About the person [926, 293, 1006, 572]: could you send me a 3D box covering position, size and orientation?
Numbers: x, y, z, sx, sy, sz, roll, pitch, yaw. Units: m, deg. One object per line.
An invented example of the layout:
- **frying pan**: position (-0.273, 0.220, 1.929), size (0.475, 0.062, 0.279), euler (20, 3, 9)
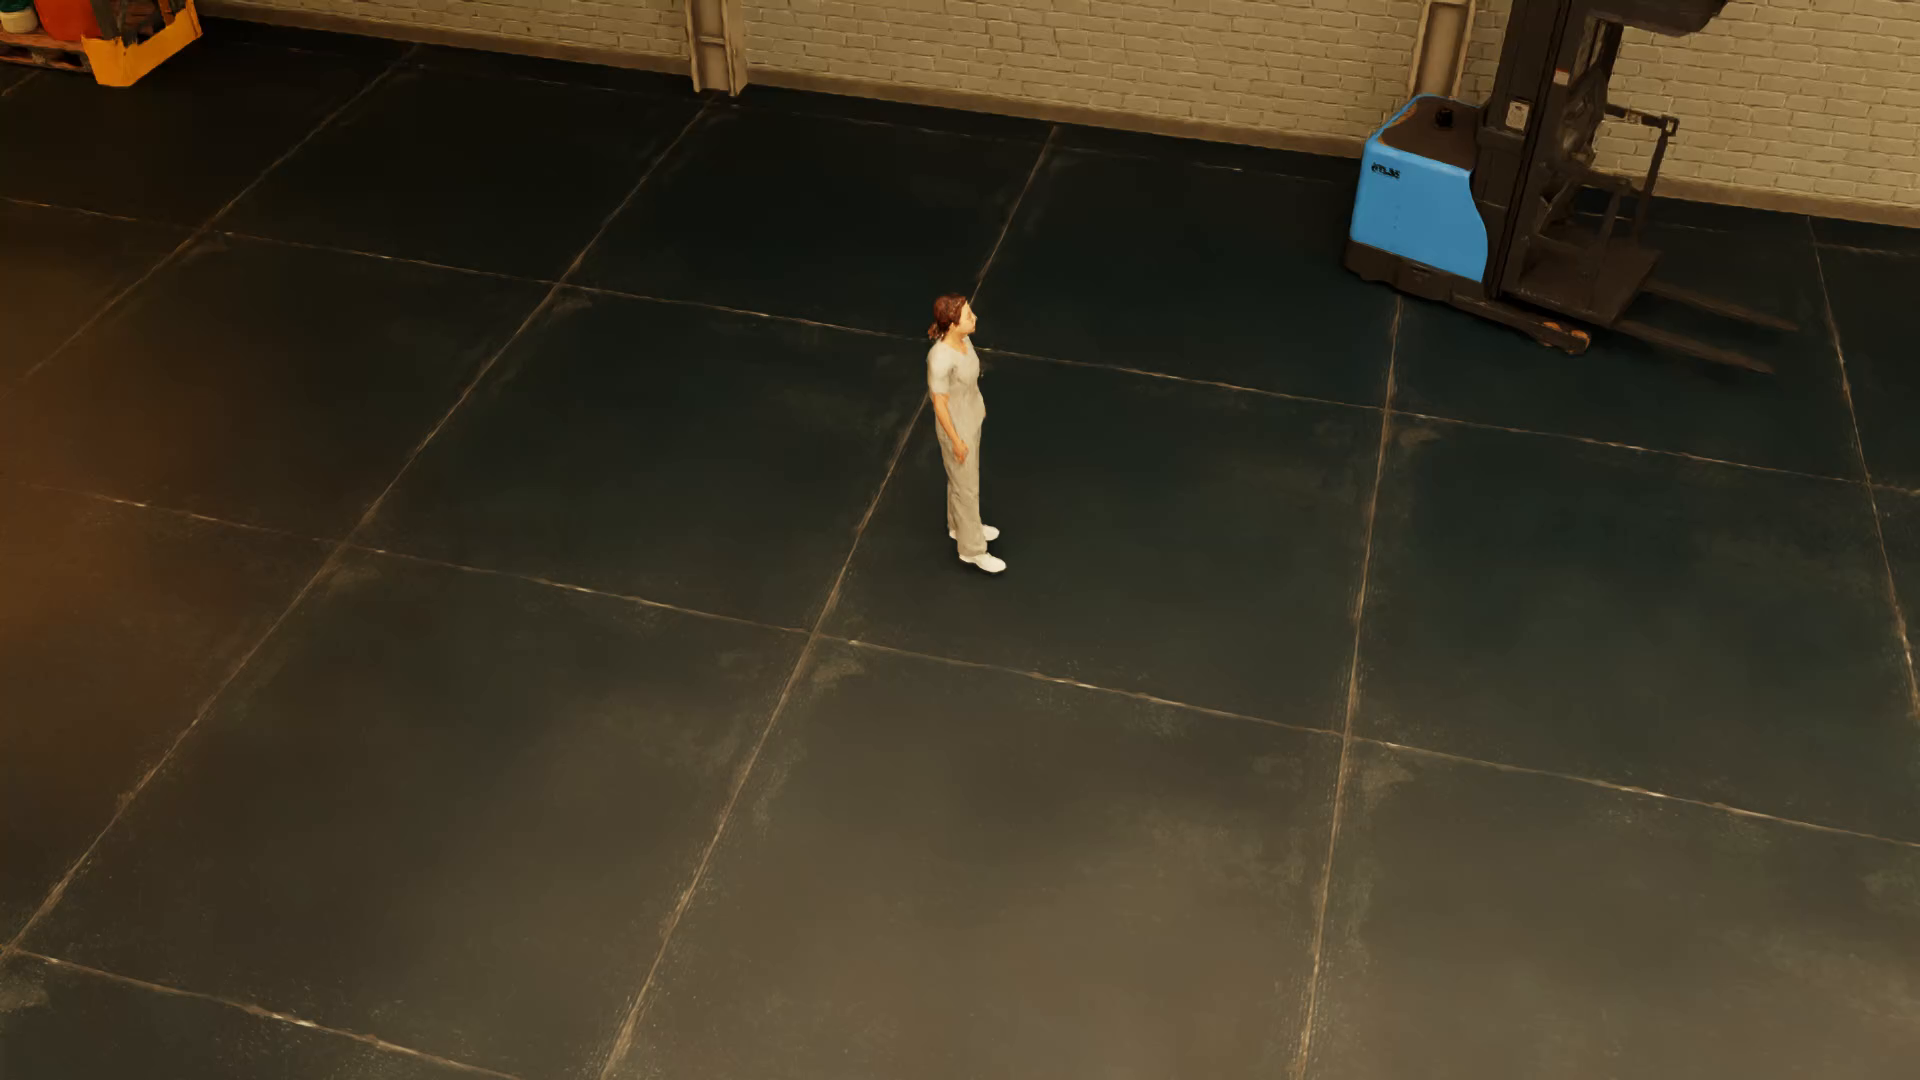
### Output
- **person**: position (0.067, -0.644, 9.478), size (0.549, 1.673, 0.550), euler (10, 42, 11)

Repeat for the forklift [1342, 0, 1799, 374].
- **forklift**: position (4.327, -2.787, 11.041), size (3.031, 2.935, 1.130), euler (25, 47, 26)
